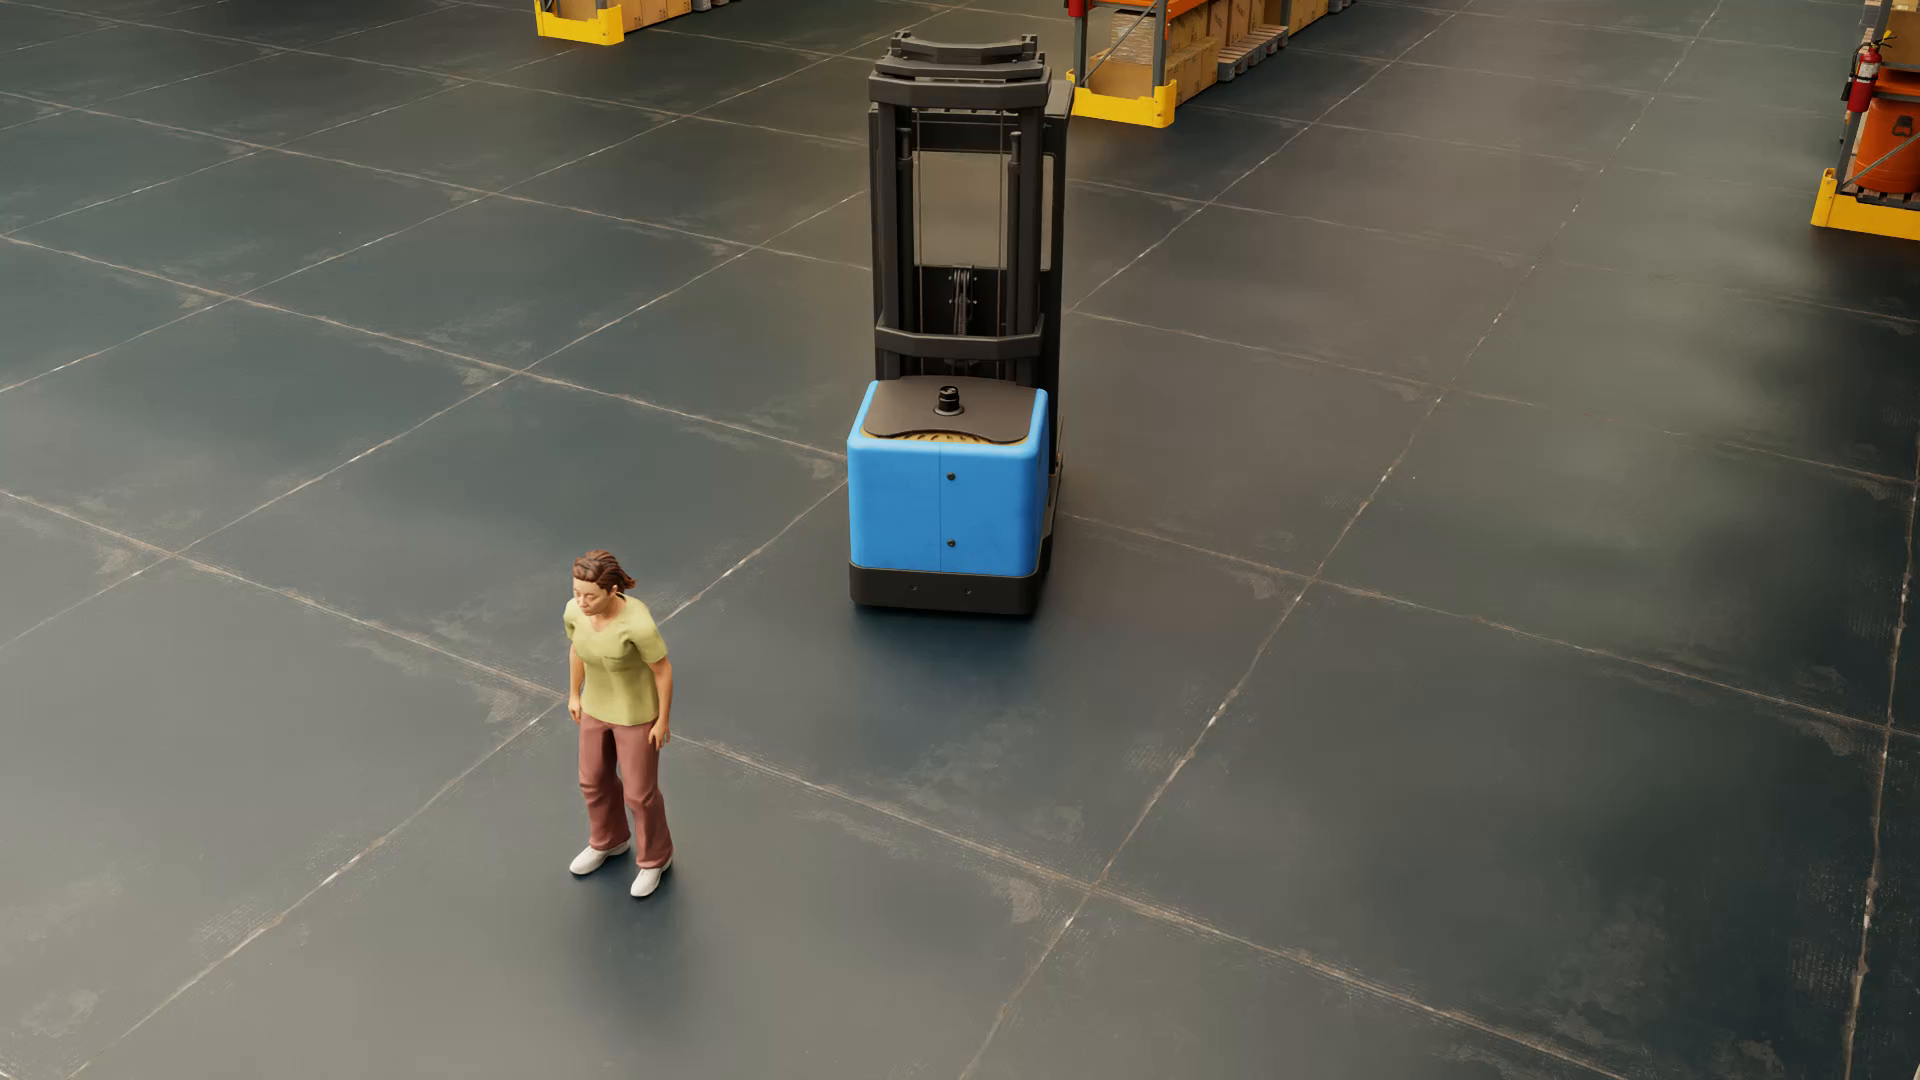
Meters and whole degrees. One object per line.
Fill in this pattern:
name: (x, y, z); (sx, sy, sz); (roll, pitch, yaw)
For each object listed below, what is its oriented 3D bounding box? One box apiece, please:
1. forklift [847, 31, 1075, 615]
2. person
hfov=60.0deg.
forklift: (0.072, -1.572, 9.794); (1.130, 2.935, 3.031); (3, 30, 6)
person: (-1.453, 0.747, 7.038); (0.507, 1.671, 0.365); (13, 33, 22)
